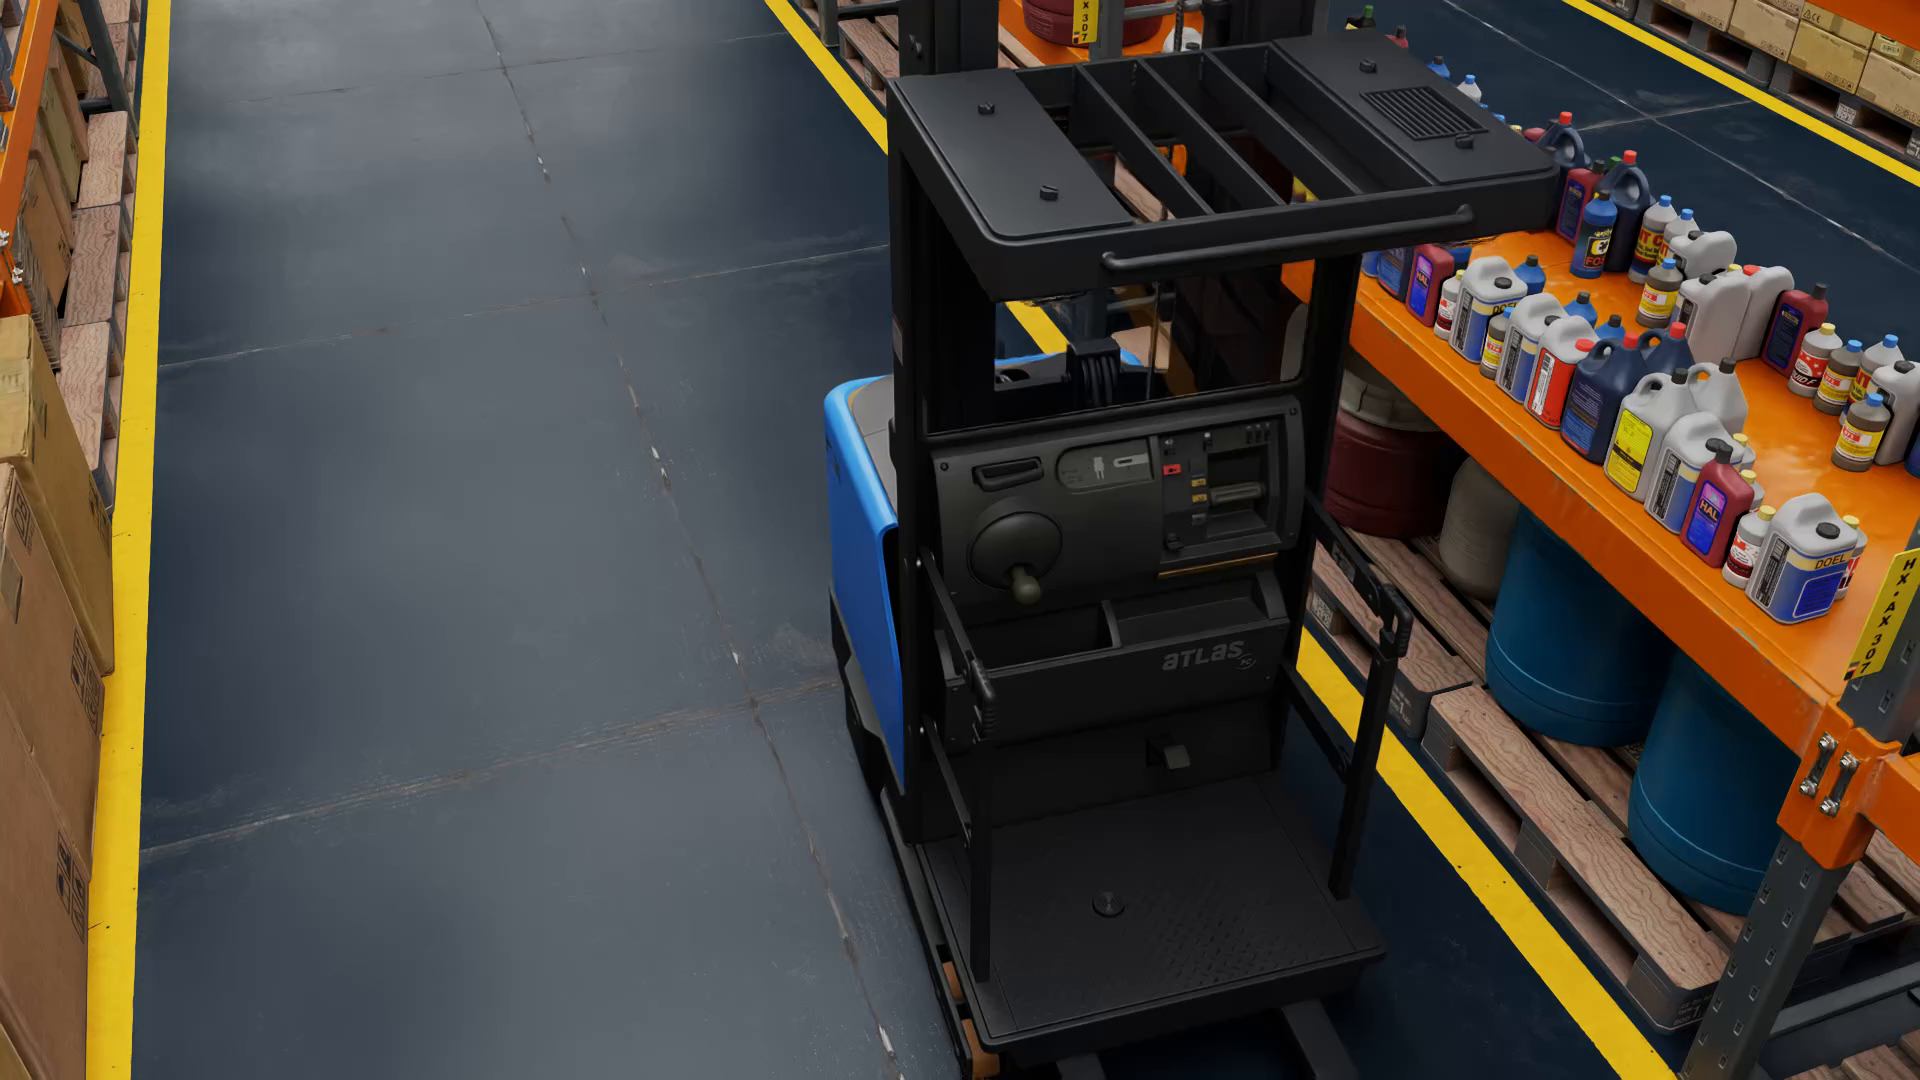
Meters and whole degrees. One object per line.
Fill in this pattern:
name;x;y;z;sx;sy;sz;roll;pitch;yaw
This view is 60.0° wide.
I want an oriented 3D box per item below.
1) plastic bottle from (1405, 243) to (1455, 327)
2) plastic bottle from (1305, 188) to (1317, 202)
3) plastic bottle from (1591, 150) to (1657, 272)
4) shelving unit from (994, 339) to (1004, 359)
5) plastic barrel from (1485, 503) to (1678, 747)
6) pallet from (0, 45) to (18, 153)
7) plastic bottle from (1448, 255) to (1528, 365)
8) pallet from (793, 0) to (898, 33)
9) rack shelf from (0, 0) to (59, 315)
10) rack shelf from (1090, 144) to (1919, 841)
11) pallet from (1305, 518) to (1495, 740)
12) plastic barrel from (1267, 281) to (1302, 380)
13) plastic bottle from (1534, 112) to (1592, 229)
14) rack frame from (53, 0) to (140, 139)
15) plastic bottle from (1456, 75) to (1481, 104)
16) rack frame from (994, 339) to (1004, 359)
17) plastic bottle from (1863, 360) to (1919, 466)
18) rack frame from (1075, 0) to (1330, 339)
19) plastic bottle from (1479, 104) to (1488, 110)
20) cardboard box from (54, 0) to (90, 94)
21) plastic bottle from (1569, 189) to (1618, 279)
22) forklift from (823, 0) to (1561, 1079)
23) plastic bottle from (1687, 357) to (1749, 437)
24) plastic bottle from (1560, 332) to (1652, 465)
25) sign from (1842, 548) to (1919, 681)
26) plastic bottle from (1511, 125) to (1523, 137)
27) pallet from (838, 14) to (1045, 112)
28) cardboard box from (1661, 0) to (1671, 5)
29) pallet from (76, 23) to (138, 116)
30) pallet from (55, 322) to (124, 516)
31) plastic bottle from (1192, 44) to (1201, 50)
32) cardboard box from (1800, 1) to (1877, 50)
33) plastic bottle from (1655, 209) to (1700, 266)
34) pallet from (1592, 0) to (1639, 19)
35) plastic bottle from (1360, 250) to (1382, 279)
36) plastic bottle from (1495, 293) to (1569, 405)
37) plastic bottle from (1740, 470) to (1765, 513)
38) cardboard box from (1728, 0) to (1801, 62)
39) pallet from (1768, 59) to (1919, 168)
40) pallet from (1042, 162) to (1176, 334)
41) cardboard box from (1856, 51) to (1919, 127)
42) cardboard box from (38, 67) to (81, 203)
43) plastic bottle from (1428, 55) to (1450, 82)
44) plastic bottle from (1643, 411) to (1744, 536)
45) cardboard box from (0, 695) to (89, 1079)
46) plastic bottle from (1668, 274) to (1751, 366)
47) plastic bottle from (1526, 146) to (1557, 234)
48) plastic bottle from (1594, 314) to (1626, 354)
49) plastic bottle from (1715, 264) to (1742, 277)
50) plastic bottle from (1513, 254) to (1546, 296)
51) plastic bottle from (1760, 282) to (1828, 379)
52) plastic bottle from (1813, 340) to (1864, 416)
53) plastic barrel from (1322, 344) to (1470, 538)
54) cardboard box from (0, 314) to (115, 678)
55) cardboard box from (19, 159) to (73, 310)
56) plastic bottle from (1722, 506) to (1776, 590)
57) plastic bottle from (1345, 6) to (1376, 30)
plastic bottle;1.387;-0.782;4.892;0.061;0.283;0.133;-12;39;-16
plastic bottle;1.175;-1.157;5.400;0.097;0.271;0.097;0;37;0
plastic bottle;2.056;-1.029;5.164;0.144;0.351;0.185;-12;39;-16
shelving unit;0.003;-0.355;5.973;0.258;0.900;0.210;-12;39;-16
plastic barrel;1.959;0.106;5.011;0.600;0.901;0.708;-12;39;-16
pallet;-3.998;-1.391;5.764;1.213;0.211;1.003;-12;39;-16
plastic bottle;1.509;-0.658;4.733;0.152;0.276;0.135;-12;39;-16
pallet;-0.571;-3.647;10.916;1.003;0.211;1.213;-12;39;-16
rack shelf;-4.341;-1.930;6.917;1.077;0.370;4.000;-12;39;-16
rack shelf;1.686;-0.696;5.279;1.077;0.370;4.000;-12;39;-16
pallet;1.724;0.126;5.908;1.003;0.211;1.213;-12;39;-16
plastic barrel;1.182;-1.141;6.726;0.600;0.830;0.708;-12;39;-16
plastic bottle;1.946;-1.209;5.403;0.144;0.351;0.185;-12;39;-16
rack frame;-5.030;-3.347;8.201;1.000;3.000;0.127;-12;39;-16
plastic bottle;1.773;-1.502;5.858;0.097;0.271;0.097;0;37;0
rack frame;0.038;-0.297;5.897;0.240;0.900;0.006;-12;39;-16
plastic bottle;2.446;-0.351;4.326;0.152;0.276;0.135;-12;39;-16
rack frame;0.997;-2.113;6.562;1.000;3.000;0.127;-12;39;-16
plastic bottle;1.807;-1.419;5.806;0.097;0.201;0.097;0;37;0
cardboard box;-5.130;-2.751;9.137;0.500;0.500;0.500;-14;39;-17
plastic bottle;1.957;-0.948;5.122;0.097;0.271;0.097;0;37;0
forklift;0.454;-0.021;3.842;1.130;2.935;3.031;-10;38;-12
plastic bottle;1.886;-0.315;4.216;0.144;0.351;0.185;-12;39;-16
plastic bottle;1.687;-0.390;4.315;0.144;0.351;0.185;-12;39;-16
sign;1.857;0.149;3.329;0.100;0.325;0.005;-12;39;-16
plastic bottle;1.874;-1.309;5.660;0.097;0.201;0.097;0;37;0
pallet;-0.072;-2.823;9.823;1.003;0.211;1.213;-12;39;-16
cardboard box;4.535;-3.605;10.480;0.500;0.250;0.500;-14;39;-17
pallet;-5.294;-2.605;9.533;1.003;0.211;1.213;-12;39;-16
pallet;-3.921;-0.415;6.626;1.003;0.211;1.213;-12;39;-16
plastic bottle;0.857;-1.679;6.093;0.097;0.271;0.097;0;37;0
cardboard box;5.053;-2.967;9.166;0.500;0.311;0.500;-13;39;-17
plastic bottle;2.160;-0.868;5.016;0.097;0.271;0.097;0;37;0
pallet;4.563;-3.874;11.218;1.003;0.211;1.213;-12;39;-16
plastic bottle;1.320;-0.969;5.146;0.152;0.276;0.135;-12;39;-16
plastic bottle;1.589;-0.527;4.559;0.152;0.276;0.135;-12;39;-16
plastic bottle;1.880;-0.078;4.025;0.097;0.201;0.097;0;37;0
cardboard box;4.889;-3.028;9.713;0.500;0.250;0.500;-12;39;-15
pallet;5.403;-2.496;9.388;1.003;0.211;1.213;-12;39;-16
pallet;0.767;-1.445;7.993;1.003;0.211;1.213;-12;39;-16
cardboard box;5.239;-2.453;8.949;0.500;0.250;0.500;-12;39;-15
cardboard box;-4.692;-1.900;7.991;0.700;0.500;0.500;-13;39;-16
plastic bottle;1.706;-1.612;6.004;0.097;0.271;0.097;0;37;0
plastic bottle;1.809;-0.166;4.080;0.152;0.276;0.135;-12;39;-16
cardboard box;-2.824;0.991;3.858;1.225;0.875;0.875;-14;39;-18
plastic bottle;2.111;-0.636;4.704;0.152;0.276;0.135;-12;39;-16
plastic bottle;1.859;-1.146;5.376;0.061;0.283;0.133;-12;39;-16
plastic bottle;1.746;-0.485;4.508;0.097;0.271;0.097;0;37;0
plastic bottle;2.240;-0.709;4.863;0.097;0.201;0.097;0;37;0
plastic bottle;1.620;-0.692;4.783;0.097;0.271;0.097;0;37;0
plastic bottle;2.343;-0.604;4.656;0.061;0.283;0.133;-12;39;-16
plastic bottle;2.399;-0.447;4.516;0.097;0.201;0.097;0;37;0
plastic barrel;1.570;-0.407;5.952;0.600;0.588;0.708;-12;39;-16
cardboard box;-3.435;-0.012;5.190;1.225;0.875;0.875;-14;39;-18
cardboard box;-4.307;-1.269;7.153;0.700;0.500;0.500;-9;38;-12
plastic bottle;1.869;0.010;3.908;0.097;0.201;0.097;0;37;0
plastic bottle;1.537;-1.926;6.411;0.061;0.283;0.133;-12;39;-16
